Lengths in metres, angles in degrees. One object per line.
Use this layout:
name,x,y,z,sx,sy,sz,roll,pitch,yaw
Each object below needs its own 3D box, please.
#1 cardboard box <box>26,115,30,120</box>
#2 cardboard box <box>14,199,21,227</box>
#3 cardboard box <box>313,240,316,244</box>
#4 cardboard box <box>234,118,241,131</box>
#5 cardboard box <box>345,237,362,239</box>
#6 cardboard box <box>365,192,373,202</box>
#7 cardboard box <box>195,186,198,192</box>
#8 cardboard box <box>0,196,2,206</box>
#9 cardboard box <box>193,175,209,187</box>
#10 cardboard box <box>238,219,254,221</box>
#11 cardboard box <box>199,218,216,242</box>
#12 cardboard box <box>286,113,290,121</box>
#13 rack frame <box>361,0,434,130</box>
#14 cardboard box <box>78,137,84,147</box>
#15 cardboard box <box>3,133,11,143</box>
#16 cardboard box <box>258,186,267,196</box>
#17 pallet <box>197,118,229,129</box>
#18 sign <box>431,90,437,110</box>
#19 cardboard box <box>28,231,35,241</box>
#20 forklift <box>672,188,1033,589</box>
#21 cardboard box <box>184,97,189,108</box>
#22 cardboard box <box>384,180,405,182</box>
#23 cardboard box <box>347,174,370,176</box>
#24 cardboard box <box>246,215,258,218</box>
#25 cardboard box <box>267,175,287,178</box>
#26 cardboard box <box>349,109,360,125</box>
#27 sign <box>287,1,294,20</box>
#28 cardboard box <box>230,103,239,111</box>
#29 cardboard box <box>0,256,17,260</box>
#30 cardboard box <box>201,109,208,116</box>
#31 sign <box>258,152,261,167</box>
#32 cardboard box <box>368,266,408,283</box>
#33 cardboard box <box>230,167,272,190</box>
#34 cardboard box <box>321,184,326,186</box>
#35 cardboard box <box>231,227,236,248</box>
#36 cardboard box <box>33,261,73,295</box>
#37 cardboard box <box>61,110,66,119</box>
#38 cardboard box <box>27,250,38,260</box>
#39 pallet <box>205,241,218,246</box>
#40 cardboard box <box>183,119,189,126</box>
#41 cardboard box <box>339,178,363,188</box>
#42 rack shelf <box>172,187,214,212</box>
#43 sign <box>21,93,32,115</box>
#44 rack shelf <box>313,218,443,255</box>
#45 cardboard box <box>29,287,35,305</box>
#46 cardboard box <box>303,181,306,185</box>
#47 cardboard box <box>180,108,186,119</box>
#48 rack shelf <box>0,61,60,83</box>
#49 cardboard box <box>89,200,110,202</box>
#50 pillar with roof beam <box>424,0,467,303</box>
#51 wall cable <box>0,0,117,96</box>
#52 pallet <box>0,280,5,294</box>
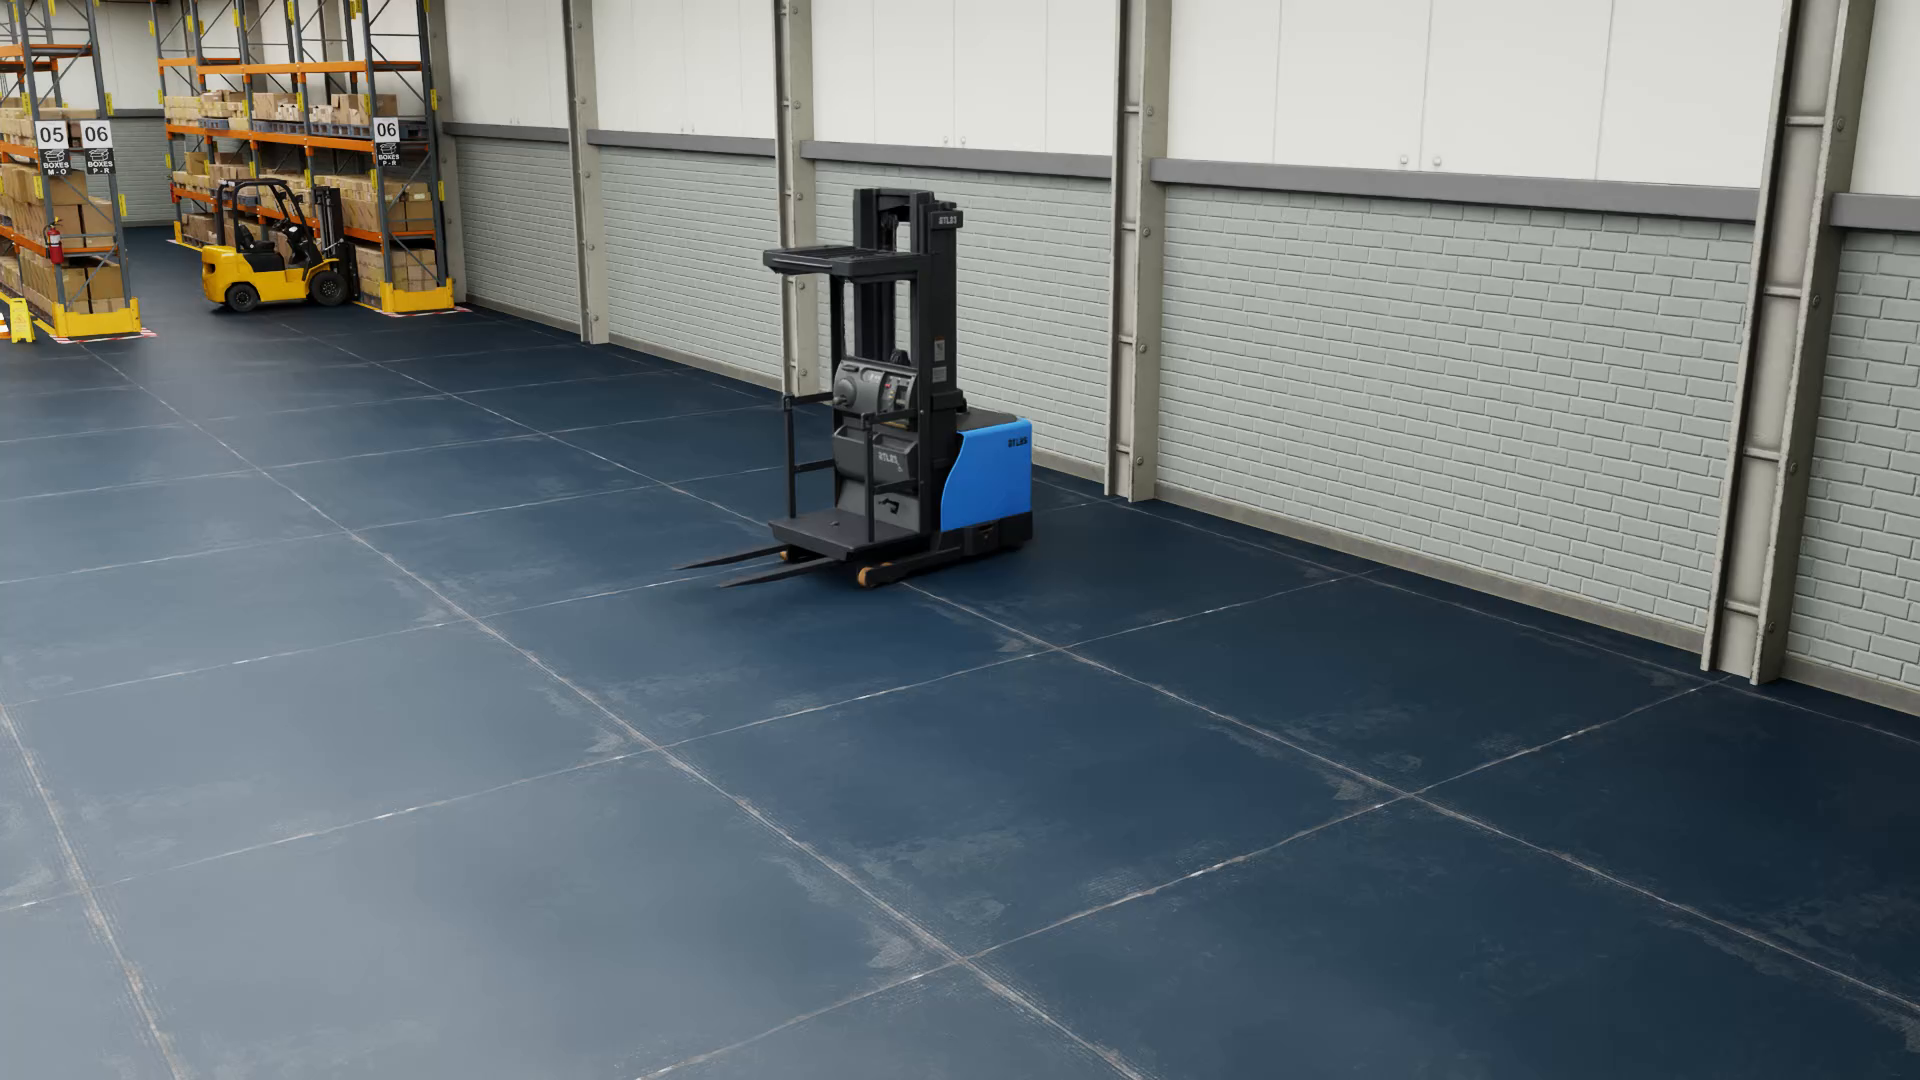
cardboard box,-14.044,-6.493,25.402,0.380,0.149,0.250,-11,19,-35
cardboard box,-15.326,-5.449,27.551,0.500,0.500,0.500,-11,19,-35
cardboard box,-11.976,-5.436,31.960,0.875,0.625,0.625,-10,18,-32
cardboard box,-14.806,-8.677,34.700,0.500,0.250,0.500,-11,19,-34
cardboard box,-11.214,-5.553,31.202,0.500,0.250,0.500,-10,18,-33
cardboard box,-9.913,-5.857,28.376,0.380,0.149,0.250,-11,18,-34
cardboard box,-17.649,-8.218,38.895,0.380,0.149,0.250,-11,19,-35
cardboard box,-16.721,-6.172,29.398,0.500,0.500,0.500,-10,18,-33
cardboard box,-17.450,-8.333,38.561,0.500,0.250,0.500,-11,19,-35
cardboard box,-15.694,-6.954,36.512,0.380,0.149,0.250,-11,19,-35
cardboard box,-17.351,-7.273,38.908,0.700,0.500,0.500,-12,19,-37
cardboard box,-12.552,-8.034,31.555,0.380,0.149,0.250,-11,19,-35
rack frame,-9.308,-8.309,27.388,1.000,3.000,0.127,-11,19,-35
cardboard box,-13.254,-6.091,25.442,0.380,0.149,0.250,-11,19,-34
cardboard box,-15.582,-6.654,27.501,0.380,0.149,0.250,-11,19,-34
cardboard box,-13.969,-7.156,33.877,0.500,0.250,0.500,-11,19,-35
pallet,-16.037,-9.184,36.623,1.213,0.211,1.003,-11,19,-35
sign,-8.856,-7.407,27.969,0.100,0.325,0.005,-11,19,-35
cardboard box,-14.832,-4.936,26.905,0.380,0.149,0.250,-11,19,-35
forklift,-0.824,-1.196,12.895,3.031,2.935,1.130,-14,20,-41
cardboard box,-17.452,-10.024,38.109,0.500,0.250,0.500,-10,18,-34
cardboard box,-9.935,-6.248,29.240,0.380,0.149,0.250,-10,18,-33
cardboard box,-11.228,-6.753,31.085,0.380,0.149,0.250,-11,19,-34
cardboard box,-15.914,-7.254,37.608,0.380,0.149,0.250,-12,19,-37
cardboard box,-13.733,-7.263,33.514,0.380,0.149,0.250,-10,18,-33
cardboard box,-10.190,-7.232,28.405,0.396,0.266,0.258,-11,19,-34
sign,-12.092,-9.565,30.058,0.100,0.325,0.005,-11,19,-35
cardboard box,-15.066,-9.085,34.871,0.380,0.149,0.250,-11,19,-36
cardboard box,-17.701,-5.165,31.449,0.950,0.372,0.625,-12,20,-38
cardboard box,-16.386,-9.368,36.431,0.380,0.149,0.250,-11,19,-34
sign,-15.917,-8.623,37.707,0.100,0.325,0.005,-11,19,-35
cardboard box,-9.847,-4.588,28.624,0.500,0.250,0.500,-11,19,-35
cardboard box,-15.122,-7.696,35.521,0.797,0.503,0.637,-11,19,-36
cardboard box,-11.532,-6.467,30.603,0.380,0.149,0.250,-10,18,-33
cardboard box,-15.651,-6.617,36.510,0.500,0.500,0.500,-12,19,-36
cardboard box,-14.604,-4.233,26.851,0.500,0.500,0.500,-11,19,-36
cardboard box,-13.526,-6.513,25.475,0.380,0.149,0.250,-11,19,-35
cardboard box,-15.055,-4.679,27.253,0.380,0.149,0.250,-10,18,-31
pallet,-16.767,-6.780,38.447,1.003,0.211,1.213,-11,19,-35
cardboard box,-17.743,-9.659,38.477,0.380,0.149,0.250,-10,18,-33
cardboard box,-10.891,-6.397,29.786,0.380,0.149,0.250,-11,19,-35
rack shelf,-17.540,-8.058,39.198,1.077,0.370,4.000,-11,19,-35
sign,-13.782,-6.436,24.550,0.100,0.325,0.005,-11,19,-35
rack shelf,-10.484,-5.496,29.836,1.077,0.370,4.000,-11,19,-35
cardboard box,-15.222,-4.095,27.767,0.500,0.250,0.500,-10,18,-31
cardboard box,-12.308,-6.782,31.755,0.380,0.149,0.250,-11,19,-35
cardboard box,-17.747,-9.889,38.565,0.500,0.250,0.500,-11,19,-35
rack shelf,-16.849,-8.279,29.399,1.077,0.370,4.000,-11,19,-35
cardboard box,-13.683,-5.090,26.239,0.500,0.500,0.500,-10,18,-33
pillar with roof beam,-12.471,-7.929,26.001,9.100,9.000,0.400,-11,19,-35
wall cable,-23.416,-12.684,43.301,2.988,3.039,0.133,-11,19,-35
pallet,-17.567,-4.840,31.361,1.003,0.211,1.213,-11,19,-35
